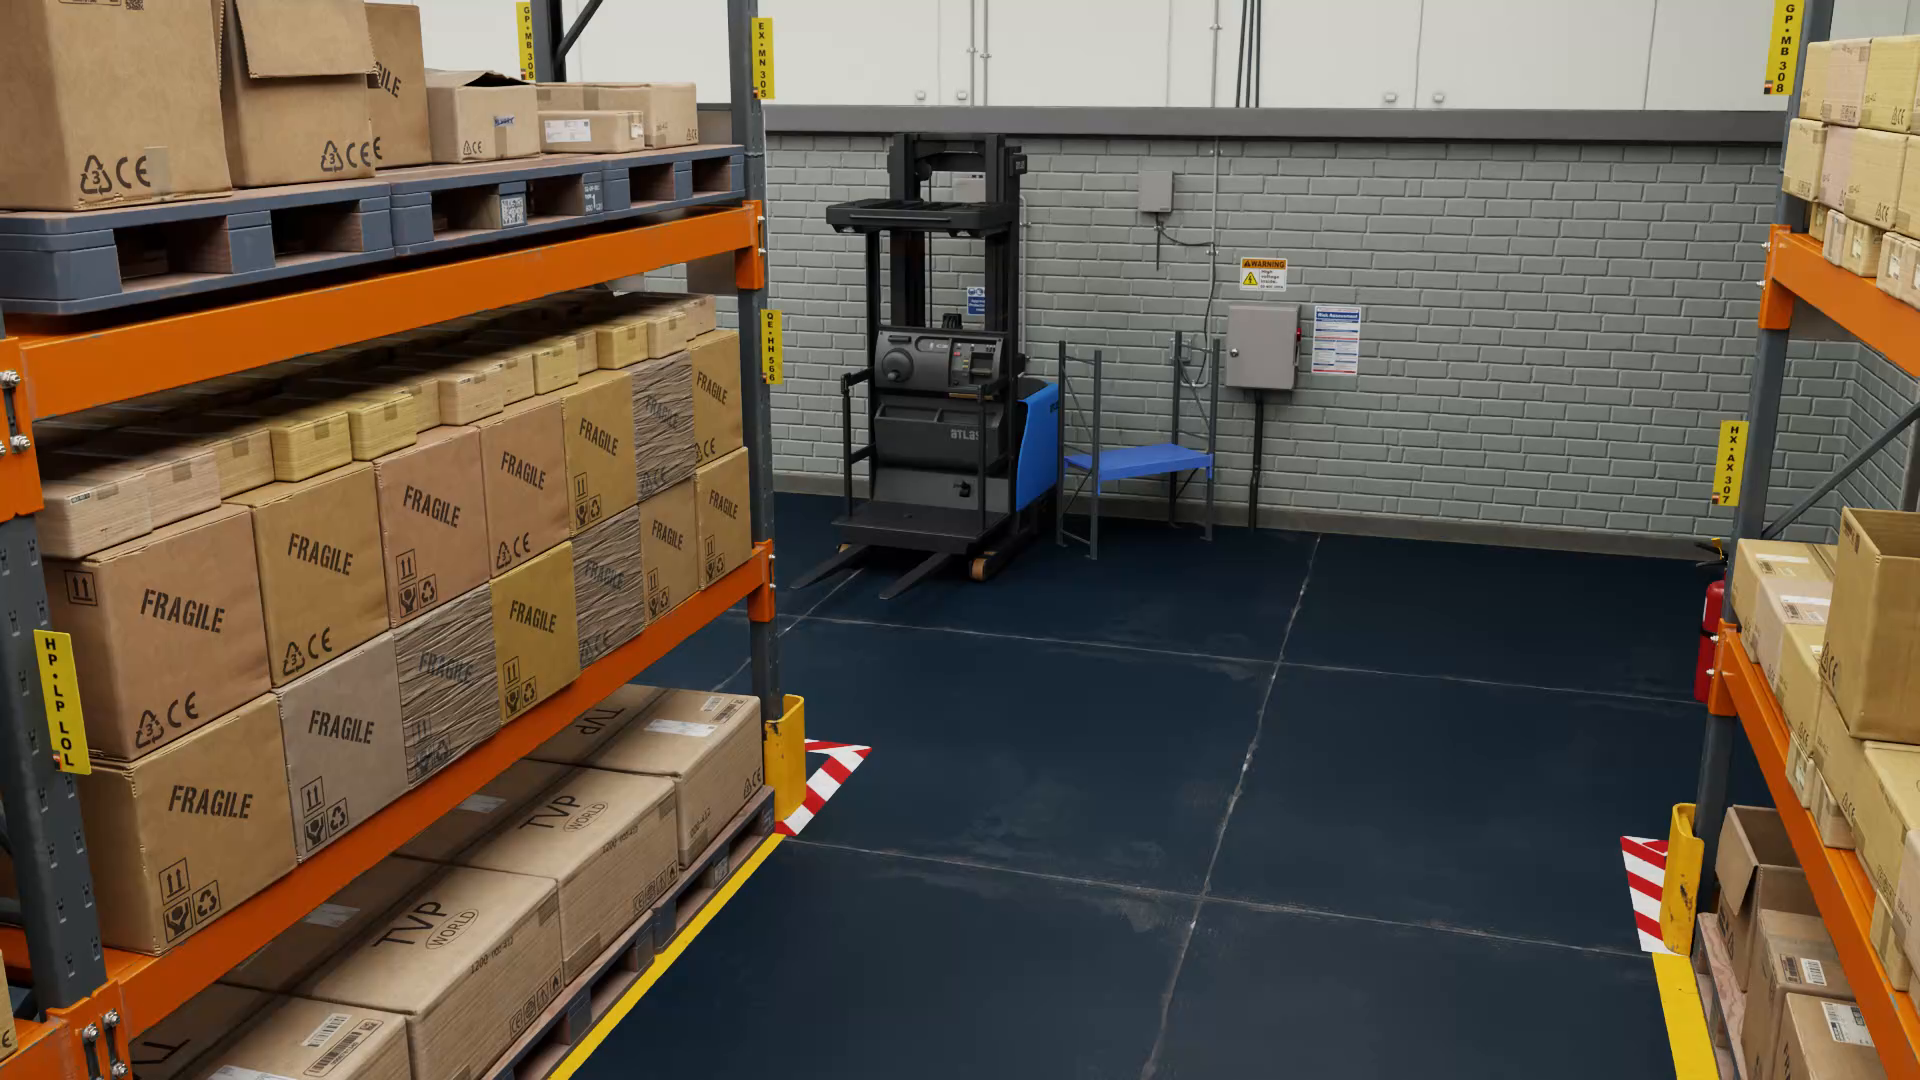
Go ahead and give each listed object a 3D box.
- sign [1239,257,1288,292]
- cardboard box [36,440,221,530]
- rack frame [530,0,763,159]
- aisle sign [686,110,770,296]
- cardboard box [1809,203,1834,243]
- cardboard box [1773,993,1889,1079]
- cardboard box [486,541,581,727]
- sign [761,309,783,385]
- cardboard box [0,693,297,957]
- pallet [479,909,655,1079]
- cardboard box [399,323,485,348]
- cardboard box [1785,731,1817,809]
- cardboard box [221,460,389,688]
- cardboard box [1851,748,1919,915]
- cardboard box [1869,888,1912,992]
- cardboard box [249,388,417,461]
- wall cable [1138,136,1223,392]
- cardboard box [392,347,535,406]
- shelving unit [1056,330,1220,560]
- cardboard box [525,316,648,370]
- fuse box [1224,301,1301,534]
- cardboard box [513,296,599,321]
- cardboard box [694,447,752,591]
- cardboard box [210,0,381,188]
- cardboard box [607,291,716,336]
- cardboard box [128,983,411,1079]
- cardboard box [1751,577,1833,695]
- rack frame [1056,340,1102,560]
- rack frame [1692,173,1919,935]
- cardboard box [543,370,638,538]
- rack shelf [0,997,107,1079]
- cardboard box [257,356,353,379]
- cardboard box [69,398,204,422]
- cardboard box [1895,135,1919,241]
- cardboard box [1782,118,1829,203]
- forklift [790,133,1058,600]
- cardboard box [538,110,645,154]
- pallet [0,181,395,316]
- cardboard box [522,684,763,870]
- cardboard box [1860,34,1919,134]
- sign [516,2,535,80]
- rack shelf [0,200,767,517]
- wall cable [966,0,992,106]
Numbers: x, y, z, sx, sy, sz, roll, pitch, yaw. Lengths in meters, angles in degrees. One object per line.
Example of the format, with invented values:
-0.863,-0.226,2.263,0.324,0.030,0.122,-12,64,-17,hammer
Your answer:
2.222,-1.945,12.177,0.339,0.242,0.001,5,16,16,sign
-2.078,-0.139,4.118,0.380,0.149,0.250,5,17,17,cardboard box
-1.337,-3.100,6.767,1.000,3.000,0.127,5,16,16,rack frame
-1.019,-1.459,7.212,0.394,0.787,0.004,5,16,16,aisle sign
3.110,-1.086,5.626,0.380,0.149,0.250,5,17,17,cardboard box
2.632,1.675,4.739,0.500,0.500,0.500,5,17,17,cardboard box
-1.648,0.287,5.638,0.500,0.500,0.500,5,17,18,cardboard box
-0.821,-0.839,7.234,0.100,0.325,0.005,5,16,16,sign
-2.089,0.682,4.243,0.500,0.500,0.500,5,17,18,cardboard box
-1.838,1.661,6.085,1.003,0.211,1.213,5,16,16,pallet
-1.975,-0.707,6.121,0.380,0.149,0.250,5,17,16,cardboard box
2.653,0.689,4.863,0.380,0.149,0.250,4,16,14,cardboard box
-1.957,0.066,4.583,0.500,0.500,0.500,4,16,15,cardboard box
2.480,0.732,3.981,0.500,0.250,0.500,5,16,15,cardboard box
2.385,0.960,3.910,0.380,0.149,0.250,4,16,15,cardboard box
-1.813,-0.337,4.815,0.380,0.149,0.250,4,16,14,cardboard box
1.606,-2.072,12.277,0.588,1.984,0.122,5,16,16,wall cable
-1.649,-0.540,5.532,0.380,0.149,0.250,5,17,18,cardboard box
1.284,-0.706,12.071,1.048,1.500,0.538,-9,18,-28,shelving unit
-1.400,-0.740,6.238,0.380,0.149,0.250,5,17,17,cardboard box
2.216,-0.870,12.260,0.539,1.711,0.414,5,16,16,fuse box
-1.709,-0.909,6.834,0.380,0.149,0.250,5,17,17,cardboard box
-1.220,-0.115,7.054,0.500,0.500,0.500,5,17,16,cardboard box
-2.121,-1.265,4.654,0.797,0.503,0.637,6,17,20,cardboard box
-1.247,-0.945,6.961,0.380,0.149,0.250,5,17,17,cardboard box
-2.192,1.708,4.738,0.875,0.438,0.875,4,16,15,cardboard box
2.893,0.329,5.402,0.500,0.250,0.500,5,17,16,cardboard box
0.839,-0.639,11.834,0.032,1.500,0.500,-9,18,-28,rack frame
3.423,0.170,6.232,1.000,3.000,0.127,5,16,16,rack frame
-1.510,-0.330,5.980,0.500,0.500,0.500,5,16,16,cardboard box
-3.042,1.702,2.149,1.077,0.370,4.000,5,16,16,rack shelf
-2.212,-0.509,5.421,0.380,0.149,0.250,5,16,16,cardboard box
-2.377,-0.306,4.707,0.380,0.149,0.250,4,16,15,cardboard box
2.628,-0.844,4.041,0.500,0.250,0.500,4,16,15,cardboard box
3.035,-1.249,5.468,0.500,0.250,0.500,4,16,15,cardboard box
-0.222,-1.250,11.366,1.130,2.935,3.031,6,17,20,forklift
-1.421,-1.545,6.291,0.380,0.149,0.250,3,16,12,cardboard box
-2.231,-0.781,4.250,1.003,0.211,1.213,5,16,16,pallet
-1.429,0.997,7.241,0.875,0.438,0.875,4,16,14,cardboard box
2.764,-1.223,4.462,0.500,0.250,0.500,4,16,15,cardboard box
-1.867,-2.160,7.203,0.100,0.325,0.005,5,16,16,sign
-1.905,-0.787,5.429,1.077,0.370,4.000,5,16,16,rack shelf
0.010,-4.610,12.090,0.463,3.000,0.029,5,16,16,wall cable
